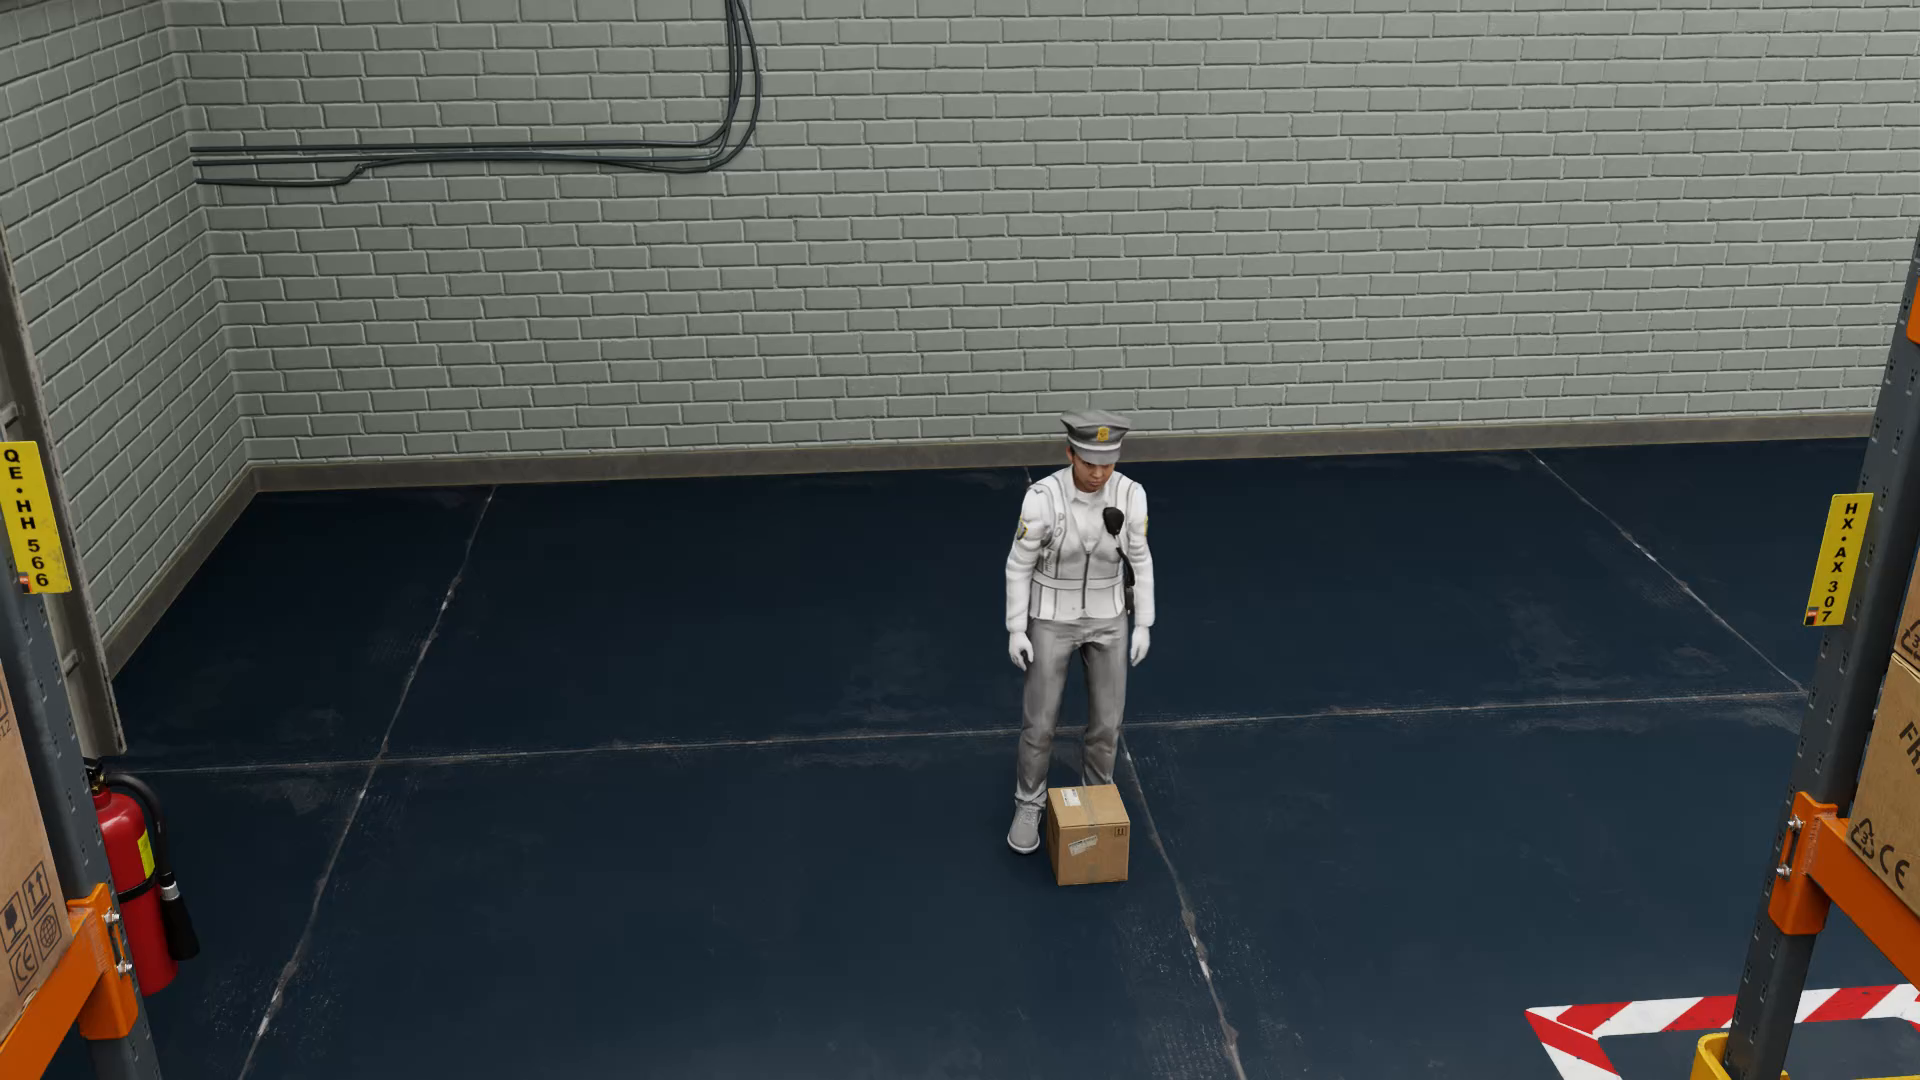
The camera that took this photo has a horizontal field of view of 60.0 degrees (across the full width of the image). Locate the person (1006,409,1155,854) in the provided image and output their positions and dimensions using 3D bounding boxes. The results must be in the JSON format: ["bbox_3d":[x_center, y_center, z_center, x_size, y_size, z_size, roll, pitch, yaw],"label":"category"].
[{"bbox_3d":[0.424,0.315,5.886,0.531,1.663,0.378,-2,24,-6],"label":"person"}]
